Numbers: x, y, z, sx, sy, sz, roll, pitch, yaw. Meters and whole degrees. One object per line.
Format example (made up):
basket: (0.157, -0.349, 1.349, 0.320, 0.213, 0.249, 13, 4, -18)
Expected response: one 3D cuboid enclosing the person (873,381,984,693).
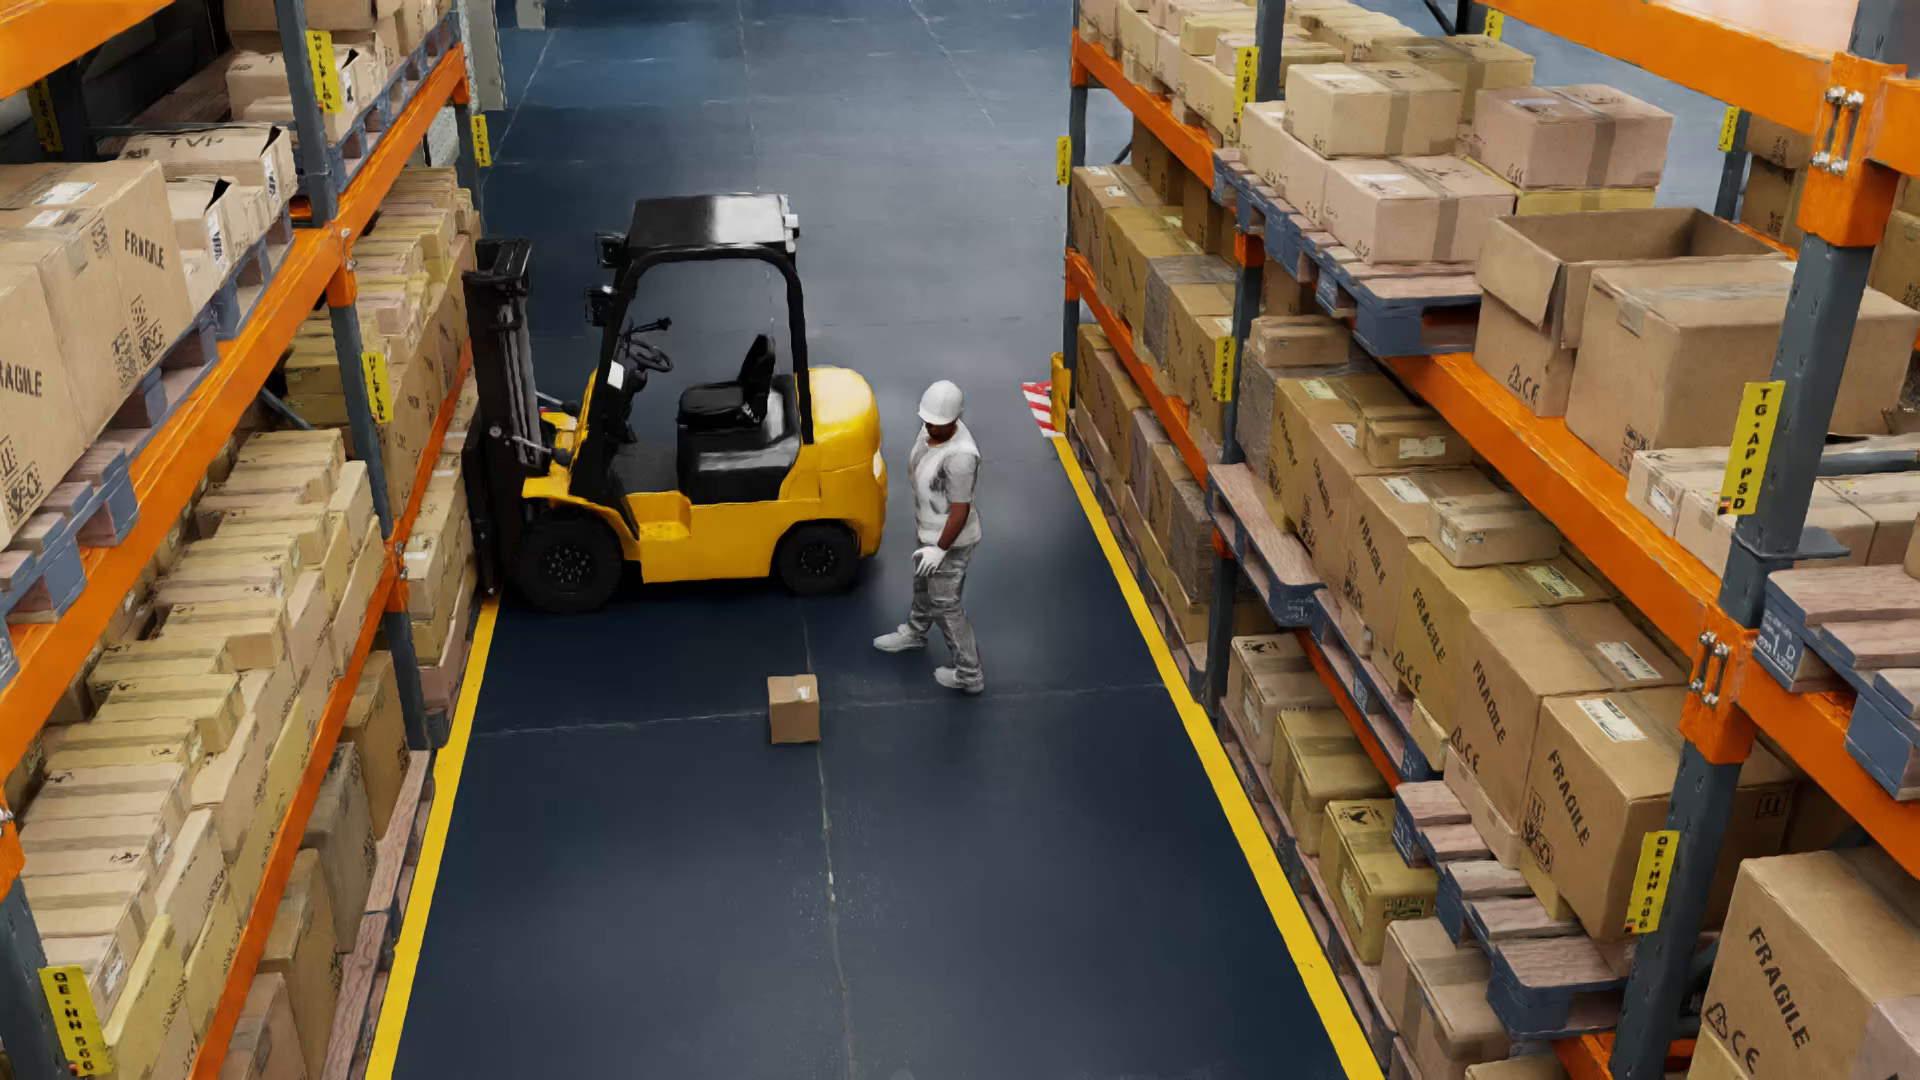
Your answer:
person: (-0.176, -0.049, 8.734, 0.576, 1.763, 0.690, -3, 27, -5)
